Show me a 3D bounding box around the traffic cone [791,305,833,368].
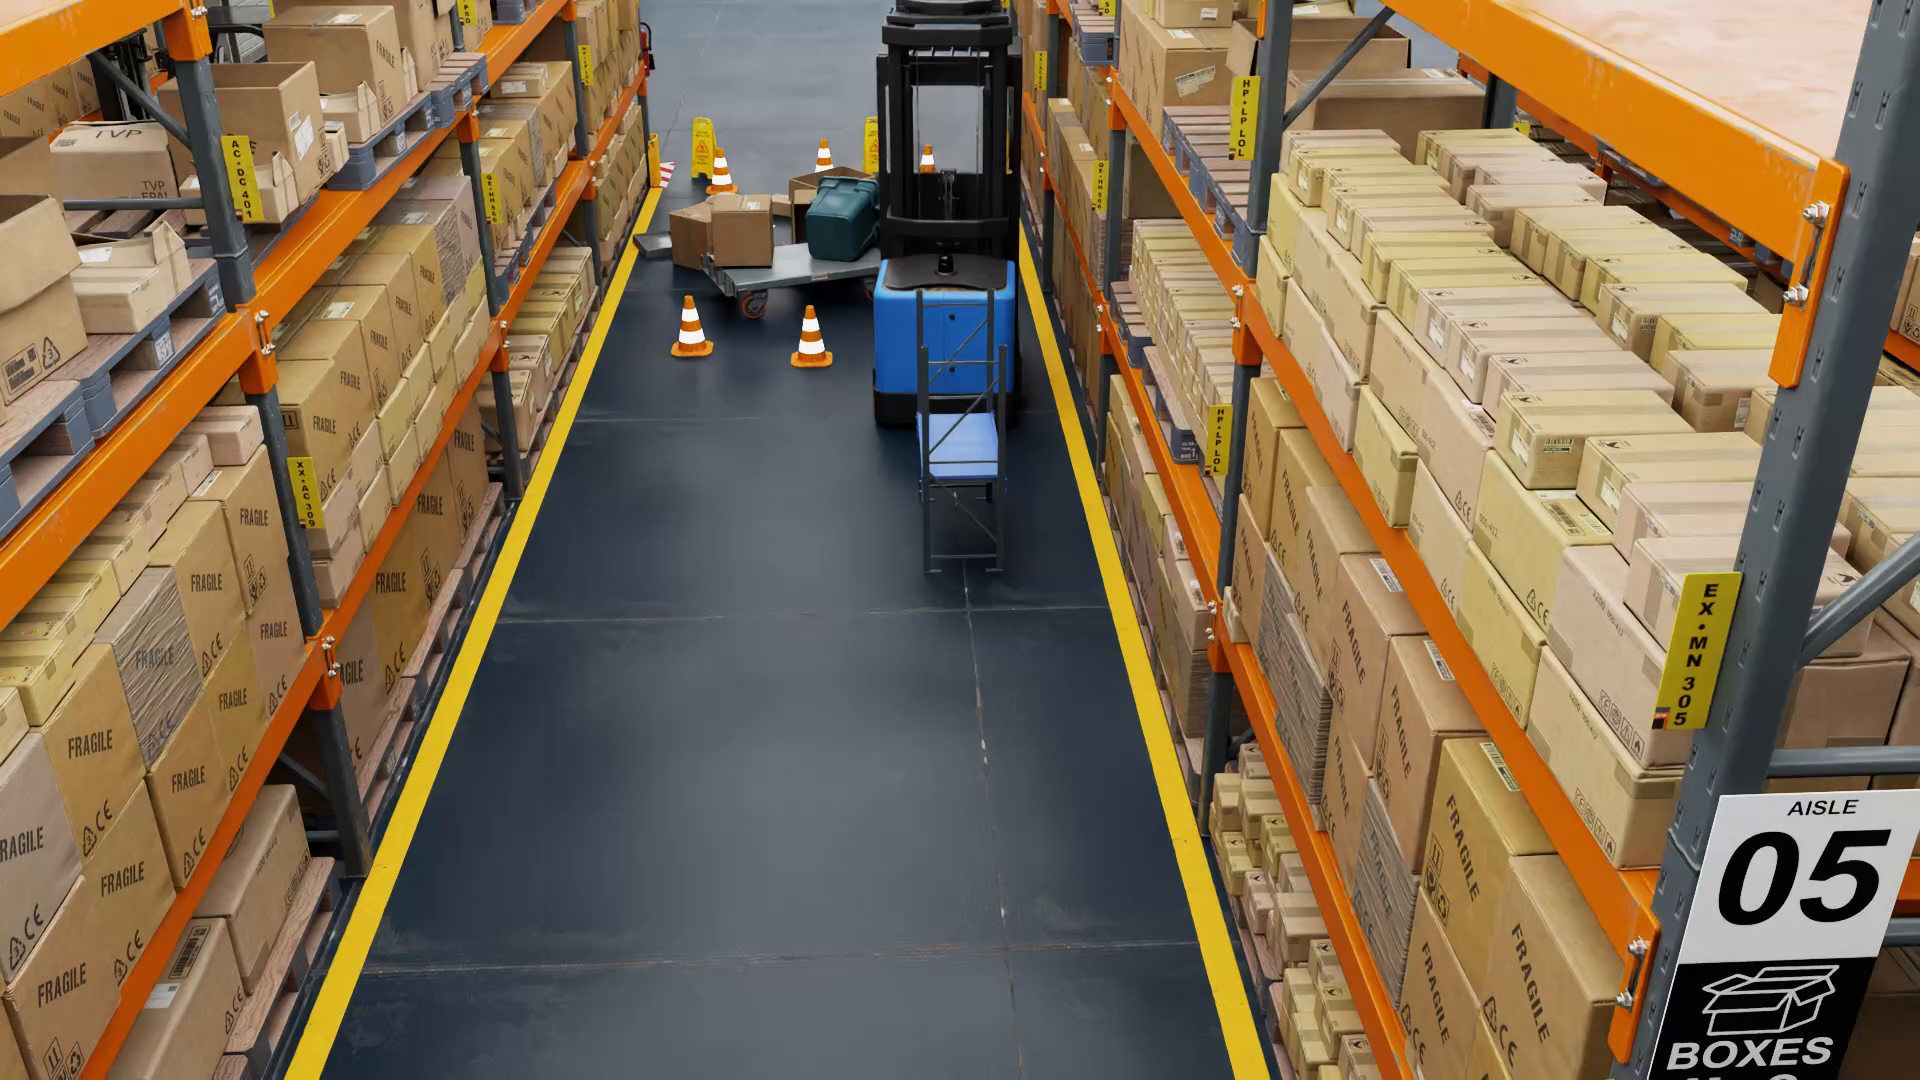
[{"bbox_3d":[-1.216,-1.682,13.536,0.336,0.463,0.334,-1,28,-3],"label":"traffic cone"}]

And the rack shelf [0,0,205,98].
[{"bbox_3d":[-3.170,-1.001,4.210,1.077,0.370,4.000,-1,28,-3],"label":"rack shelf"}]

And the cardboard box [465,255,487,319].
[{"bbox_3d":[-3.204,-1.545,10.153,0.500,0.250,0.500,-1,28,-3],"label":"cardboard box"}]

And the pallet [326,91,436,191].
[{"bbox_3d":[-3.335,-2.042,8.444,1.003,0.211,1.213,0,28,0],"label":"pallet"}]

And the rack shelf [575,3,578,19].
[{"bbox_3d":[-3.797,-5.390,15.437,1.077,0.370,4.000,-1,28,-3],"label":"rack shelf"}]

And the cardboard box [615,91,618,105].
[{"bbox_3d":[-3.487,-4.204,15.900,0.380,0.149,0.250,-1,28,-3],"label":"cardboard box"}]

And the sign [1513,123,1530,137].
[{"bbox_3d":[2.205,-1.503,6.647,0.100,0.325,0.005,-1,28,-3],"label":"sign"}]

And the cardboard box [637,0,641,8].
[{"bbox_3d":[-3.656,-5.691,16.969,0.700,0.500,0.500,-2,28,-4],"label":"cardboard box"}]

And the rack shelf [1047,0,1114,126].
[{"bbox_3d":[1.350,-3.709,12.214,1.077,0.370,4.000,-1,28,-3],"label":"rack shelf"}]

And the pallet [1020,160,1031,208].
[{"bbox_3d":[1.157,-3.865,17.994,1.003,0.211,1.213,-1,28,-3],"label":"pallet"}]

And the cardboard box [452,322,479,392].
[{"bbox_3d":[-3.155,-1.079,9.799,0.500,0.250,0.500,-1,28,-2],"label":"cardboard box"}]

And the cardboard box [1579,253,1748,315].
[{"bbox_3d":[2.080,-0.738,4.930,0.380,0.149,0.250,-2,28,-4],"label":"cardboard box"}]

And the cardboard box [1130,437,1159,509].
[{"bbox_3d":[1.289,-0.397,9.768,0.500,0.250,0.500,-1,28,-2],"label":"cardboard box"}]

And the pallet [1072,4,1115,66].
[{"bbox_3d":[1.368,-3.316,10.888,1.213,0.211,1.003,0,28,0],"label":"pallet"}]

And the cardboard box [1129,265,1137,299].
[{"bbox_3d":[1.277,-1.637,10.525,0.380,0.149,0.250,-2,28,-3],"label":"cardboard box"}]

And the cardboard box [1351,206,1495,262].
[{"bbox_3d":[1.490,-0.967,5.370,0.380,0.149,0.250,-2,28,-4],"label":"cardboard box"}]

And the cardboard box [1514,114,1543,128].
[{"bbox_3d":[6.011,-4.331,18.121,0.500,0.500,0.500,4,28,7],"label":"cardboard box"}]

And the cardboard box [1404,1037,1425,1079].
[{"bbox_3d":[1.533,1.540,4.888,0.380,0.149,0.250,-1,28,-1],"label":"cardboard box"}]

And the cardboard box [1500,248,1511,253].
[{"bbox_3d":[1.957,-0.964,5.795,0.500,0.250,0.500,-2,28,-5],"label":"cardboard box"}]

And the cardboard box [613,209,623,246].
[{"bbox_3d":[-3.492,-2.947,15.739,0.500,0.250,0.500,0,28,0],"label":"cardboard box"}]

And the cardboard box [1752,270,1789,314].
[{"bbox_3d":[6.310,-1.820,12.474,0.500,0.250,0.500,2,28,3],"label":"cardboard box"}]

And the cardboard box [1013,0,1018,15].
[{"bbox_3d":[1.018,-5.842,17.439,0.875,0.550,0.550,-1,28,-3],"label":"cardboard box"}]

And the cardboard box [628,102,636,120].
[{"bbox_3d":[-3.512,-4.358,16.931,0.380,0.149,0.250,-1,28,-1],"label":"cardboard box"}]

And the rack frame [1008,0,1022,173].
[{"bbox_3d":[1.037,-5.469,18.053,1.000,3.000,0.127,-1,28,-3],"label":"rack frame"}]

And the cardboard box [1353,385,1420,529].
[{"bbox_3d":[1.491,-0.257,4.979,0.500,0.250,0.500,0,28,0],"label":"cardboard box"}]

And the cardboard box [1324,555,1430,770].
[{"bbox_3d":[1.507,0.377,5.334,0.500,0.500,0.500,-2,28,-4],"label":"cardboard box"}]

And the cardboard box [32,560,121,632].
[{"bbox_3d":[-2.937,0.191,5.312,0.380,0.149,0.250,-2,28,-4],"label":"cardboard box"}]

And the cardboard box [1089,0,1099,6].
[{"bbox_3d":[1.101,-3.770,11.088,0.500,0.311,0.500,-1,28,-3],"label":"cardboard box"}]

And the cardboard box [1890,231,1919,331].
[{"bbox_3d":[6.167,-1.660,10.644,0.500,0.500,0.500,-1,28,-1],"label":"cardboard box"}]

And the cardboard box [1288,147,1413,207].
[{"bbox_3d":[1.418,-1.322,6.050,0.380,0.149,0.250,-3,28,-5],"label":"cardboard box"}]

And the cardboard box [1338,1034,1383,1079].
[{"bbox_3d":[1.573,1.894,5.923,0.380,0.149,0.250,-2,28,-4],"label":"cardboard box"}]

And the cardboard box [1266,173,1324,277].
[{"bbox_3d":[1.449,-1.184,6.216,0.500,0.250,0.500,0,28,-1],"label":"cardboard box"}]

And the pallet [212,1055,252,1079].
[{"bbox_3d":[-3.246,2.394,5.995,1.003,0.211,1.213,-1,28,-3],"label":"pallet"}]

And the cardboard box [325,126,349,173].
[{"bbox_3d":[-2.991,-1.766,7.509,0.380,0.166,0.250,-3,28,-6],"label":"cardboard box"}]

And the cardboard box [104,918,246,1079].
[{"bbox_3d":[-3.301,1.895,6.251,0.875,0.438,0.875,-2,28,-4],"label":"cardboard box"}]

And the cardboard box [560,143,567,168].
[{"bbox_3d":[-3.344,-3.059,13.250,0.380,0.149,0.250,-2,28,-3],"label":"cardboard box"}]

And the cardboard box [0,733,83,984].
[{"bbox_3d":[-2.875,0.894,4.664,0.500,0.500,0.500,-2,28,-3],"label":"cardboard box"}]

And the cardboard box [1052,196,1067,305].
[{"bbox_3d":[1.368,-2.525,14.389,1.050,0.750,0.750,-2,28,-3],"label":"cardboard box"}]

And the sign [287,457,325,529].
[{"bbox_3d":[-2.720,-0.194,6.918,0.100,0.325,0.005,-1,28,-3],"label":"sign"}]

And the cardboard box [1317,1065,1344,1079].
[{"bbox_3d":[1.496,2.032,5.980,0.380,0.149,0.250,0,28,0],"label":"cardboard box"}]

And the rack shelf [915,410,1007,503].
[{"bbox_3d":[-0.004,-0.545,10.624,0.538,0.185,1.000,-1,28,-3],"label":"rack shelf"}]

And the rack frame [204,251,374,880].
[{"bbox_3d":[-3.274,0.239,7.110,1.000,3.000,0.127,-1,28,-3],"label":"rack frame"}]

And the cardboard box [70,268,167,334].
[{"bbox_3d":[-2.908,-0.800,5.569,0.380,0.149,0.250,-1,28,-1],"label":"cardboard box"}]

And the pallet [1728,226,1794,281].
[{"bbox_3d":[6.270,-2.089,11.781,1.213,0.211,1.003,-1,28,-3],"label":"pallet"}]

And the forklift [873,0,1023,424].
[{"bbox_3d":[-0.070,-2.795,13.001,1.130,2.935,3.031,1,28,2],"label":"forklift"}]

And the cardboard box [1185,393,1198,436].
[{"bbox_3d":[1.387,-0.659,8.650,0.380,0.149,0.250,-3,28,-5],"label":"cardboard box"}]

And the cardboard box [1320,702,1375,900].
[{"bbox_3d":[1.518,0.840,5.527,0.500,0.500,0.500,0,28,0],"label":"cardboard box"}]

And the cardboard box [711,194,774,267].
[{"bbox_3d":[-1.916,-2.739,14.705,0.500,0.500,0.500,-1,28,-3],"label":"cardboard box"}]

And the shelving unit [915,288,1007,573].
[{"bbox_3d":[-0.004,-0.704,10.541,0.538,1.500,1.048,-1,28,-3],"label":"shelving unit"}]

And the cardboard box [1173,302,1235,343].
[{"bbox_3d":[1.365,-1.172,8.990,0.380,0.149,0.250,-2,28,-3],"label":"cardboard box"}]

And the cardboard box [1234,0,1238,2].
[{"bbox_3d":[1.735,-3.307,9.730,0.396,0.266,0.258,-1,28,-3],"label":"cardboard box"}]

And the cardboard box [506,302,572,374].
[{"bbox_3d":[-3.583,-1.581,12.987,0.950,0.372,0.625,0,28,-1],"label":"cardboard box"}]

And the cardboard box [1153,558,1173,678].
[{"bbox_3d":[1.347,0.423,9.007,0.500,0.500,0.500,-2,28,-4],"label":"cardboard box"}]

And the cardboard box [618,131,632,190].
[{"bbox_3d":[-3.549,-3.764,16.494,0.500,0.500,0.500,-2,28,-4],"label":"cardboard box"}]

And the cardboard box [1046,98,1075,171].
[{"bbox_3d":[1.005,-3.416,14.010,0.500,0.500,0.500,-1,28,-2],"label":"cardboard box"}]

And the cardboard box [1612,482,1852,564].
[{"bbox_3d":[1.625,-0.004,3.522,0.380,0.149,0.250,-1,28,-2],"label":"cardboard box"}]

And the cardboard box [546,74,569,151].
[{"bbox_3d":[-3.412,-3.381,13.167,0.500,0.500,0.500,-1,28,-2],"label":"cardboard box"}]

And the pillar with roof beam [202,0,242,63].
[{"bbox_3d":[-5.736,-10.372,20.968,9.100,9.000,0.400,-1,28,-3],"label":"pillar with roof beam"}]

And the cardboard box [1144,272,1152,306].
[{"bbox_3d":[1.313,-1.504,9.949,0.380,0.149,0.250,-2,28,-4],"label":"cardboard box"}]

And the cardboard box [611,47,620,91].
[{"bbox_3d":[-3.546,-4.538,15.839,0.500,0.500,0.500,-1,28,-2],"label":"cardboard box"}]
